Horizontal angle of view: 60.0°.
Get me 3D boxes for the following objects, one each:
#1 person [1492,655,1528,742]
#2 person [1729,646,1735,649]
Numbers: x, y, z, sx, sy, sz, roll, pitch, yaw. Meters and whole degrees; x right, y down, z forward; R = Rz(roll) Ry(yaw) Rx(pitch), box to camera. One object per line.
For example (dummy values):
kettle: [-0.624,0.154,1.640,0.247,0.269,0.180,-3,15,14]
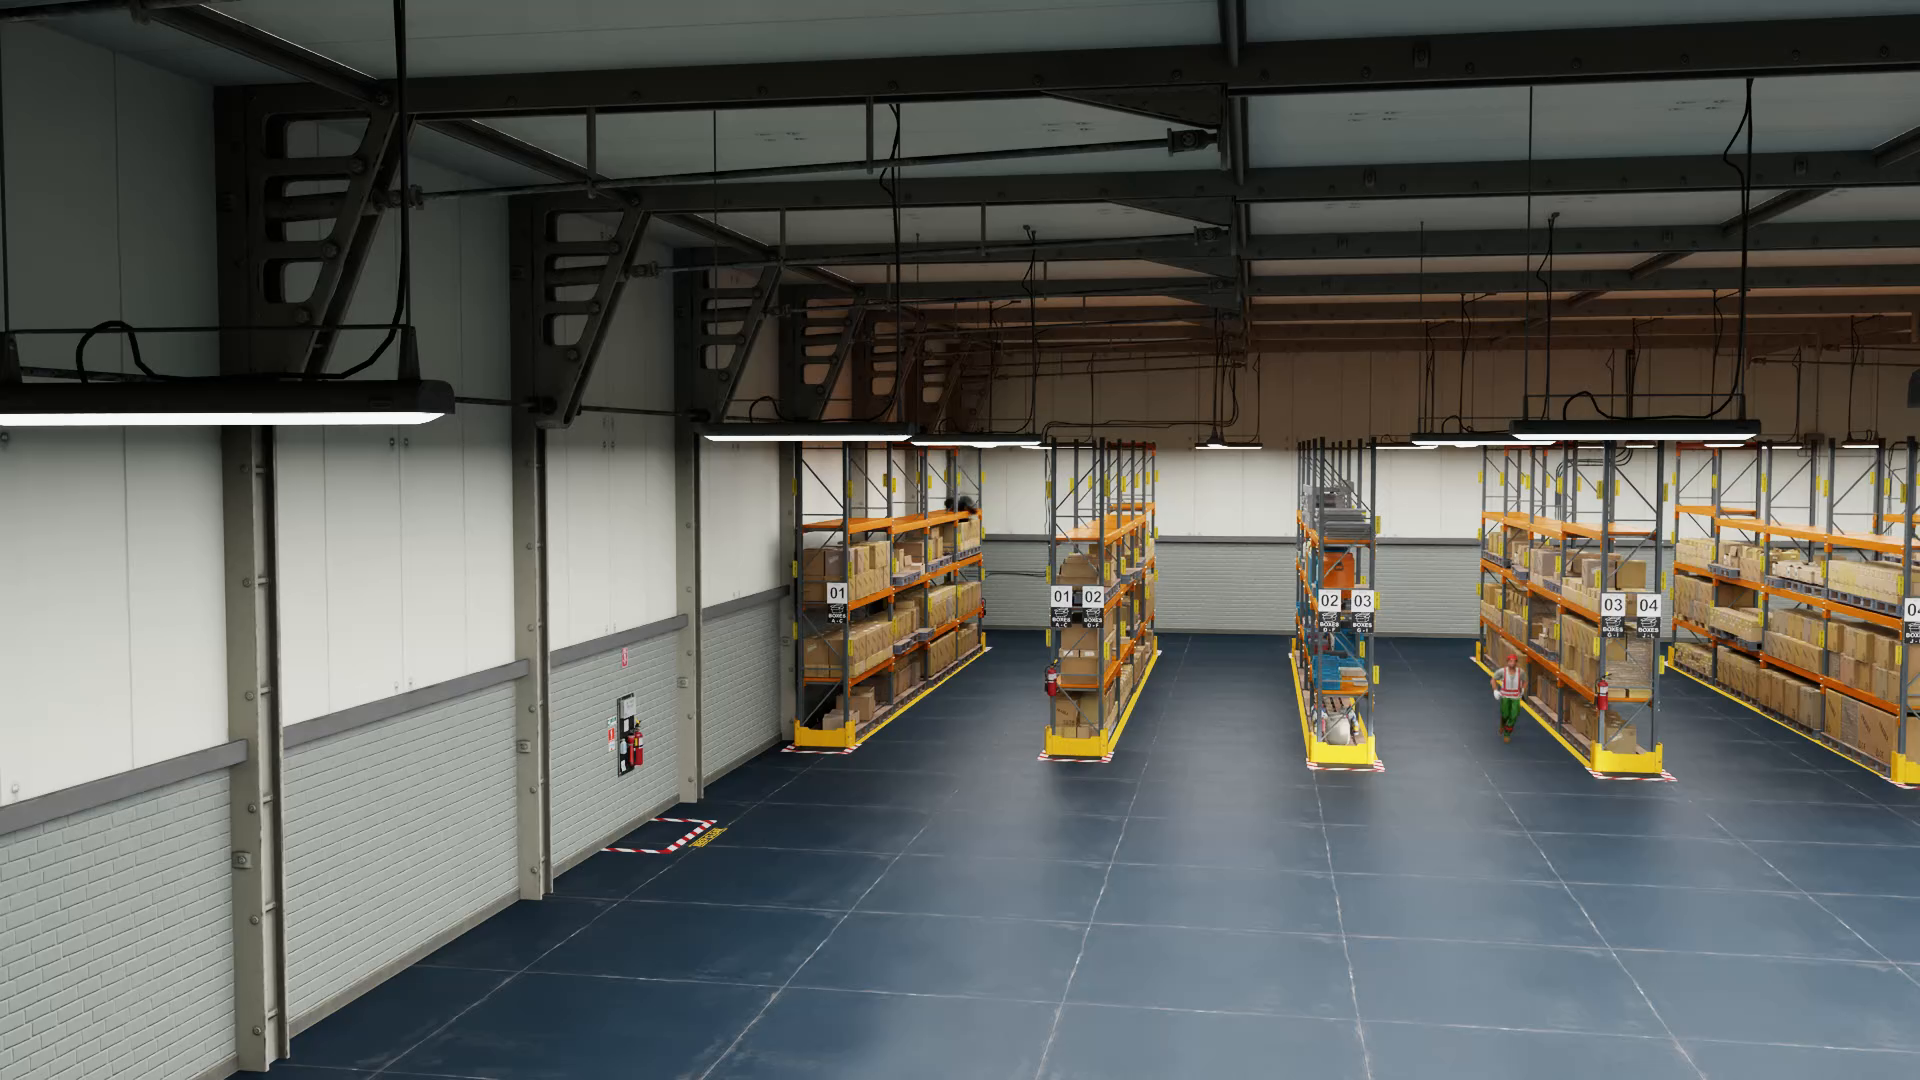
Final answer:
person: [10.862,3.119,32.807,0.670,1.737,0.583,0,3,7]
person: [21.090,2.487,45.109,0.665,1.706,0.571,-1,3,-13]
